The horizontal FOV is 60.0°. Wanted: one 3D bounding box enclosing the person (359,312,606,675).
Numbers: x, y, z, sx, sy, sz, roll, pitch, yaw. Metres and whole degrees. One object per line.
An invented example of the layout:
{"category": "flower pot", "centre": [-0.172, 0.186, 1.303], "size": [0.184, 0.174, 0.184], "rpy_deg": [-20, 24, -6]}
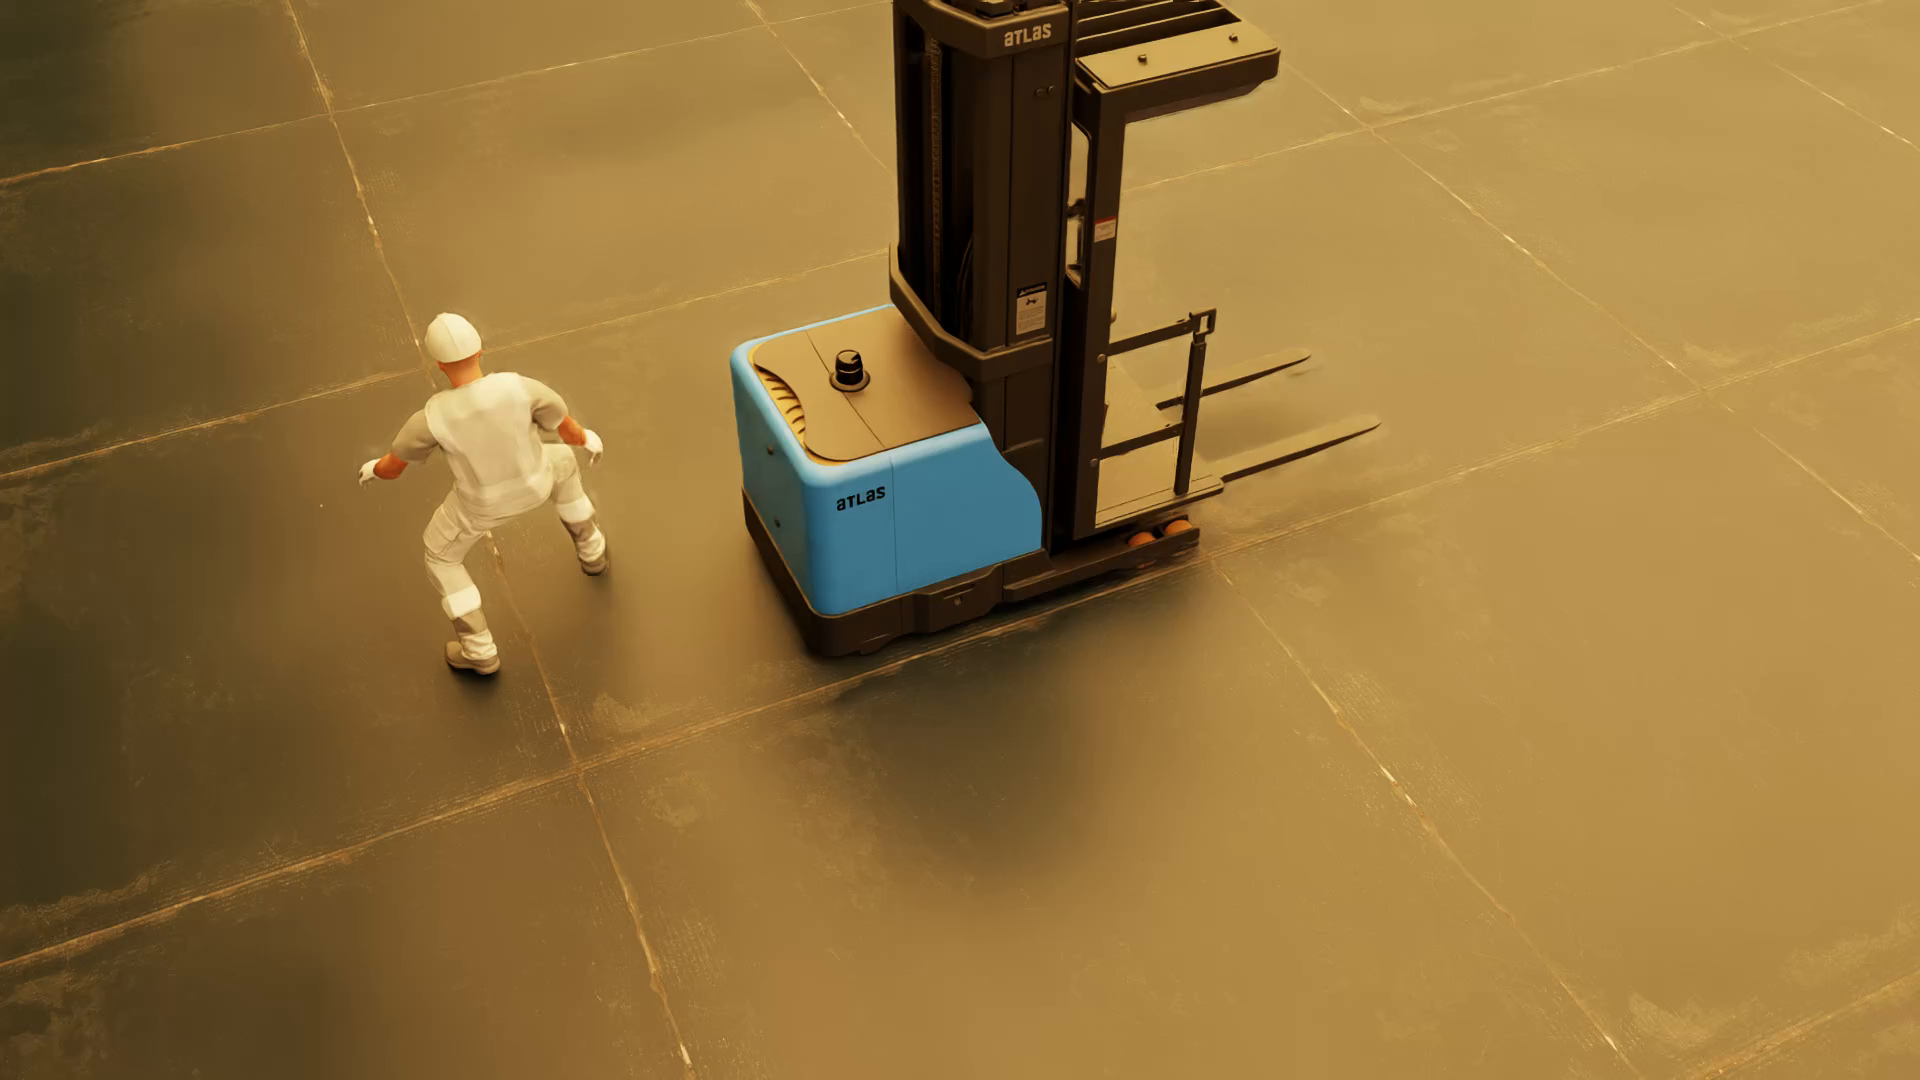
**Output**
{"category": "person", "centre": [-1.961, -0.268, 6.912], "size": [0.995, 1.608, 0.706], "rpy_deg": [-17, 46, -17]}

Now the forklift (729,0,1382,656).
{"category": "forklift", "centre": [0.551, -1.253, 7.023], "size": [3.031, 2.935, 1.130], "rpy_deg": [-18, 46, -18]}
